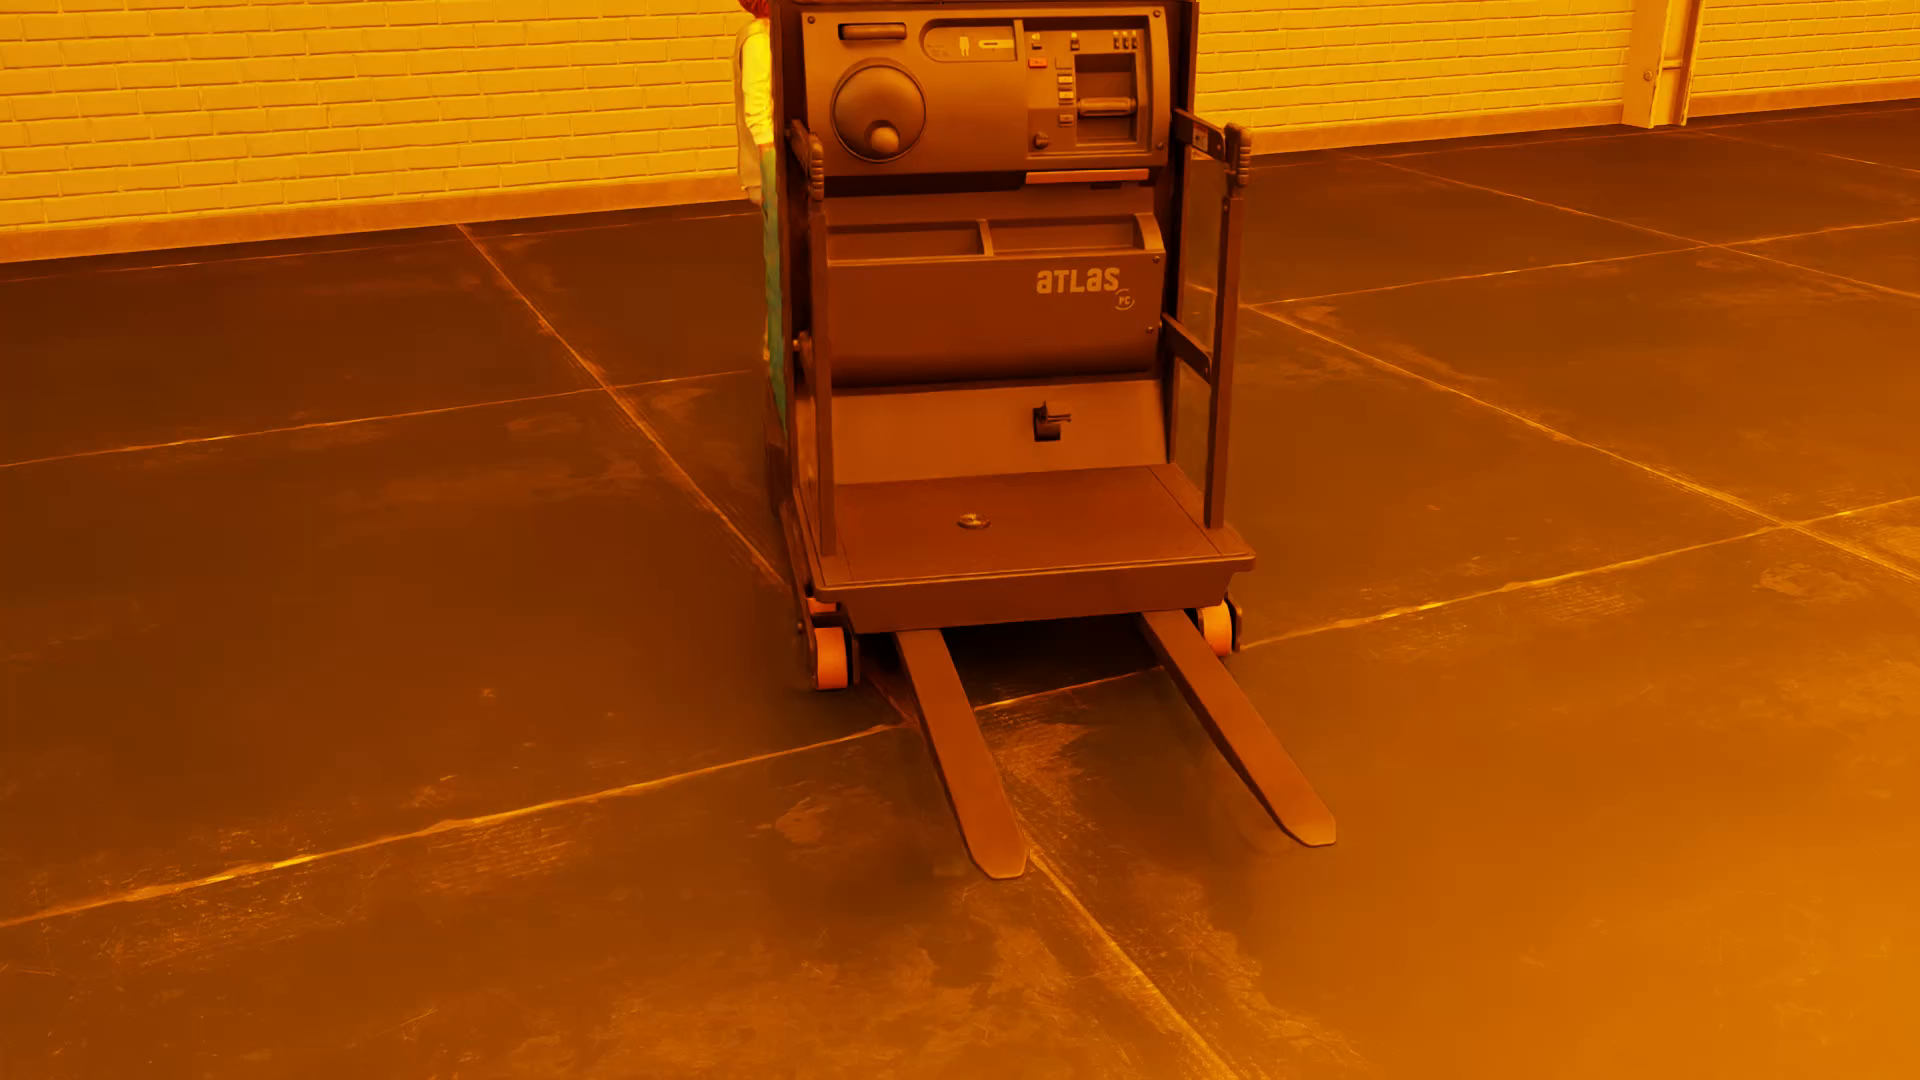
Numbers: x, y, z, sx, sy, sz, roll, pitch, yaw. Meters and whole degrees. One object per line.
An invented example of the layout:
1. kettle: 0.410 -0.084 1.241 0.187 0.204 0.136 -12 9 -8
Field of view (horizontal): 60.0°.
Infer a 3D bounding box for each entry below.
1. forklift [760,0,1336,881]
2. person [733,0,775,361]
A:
1. forklift: 0.112 -1.123 3.990 1.130 2.935 3.031 -4 23 -10
2. person: -0.655 -1.381 6.350 0.390 1.598 0.538 -3 23 -7
